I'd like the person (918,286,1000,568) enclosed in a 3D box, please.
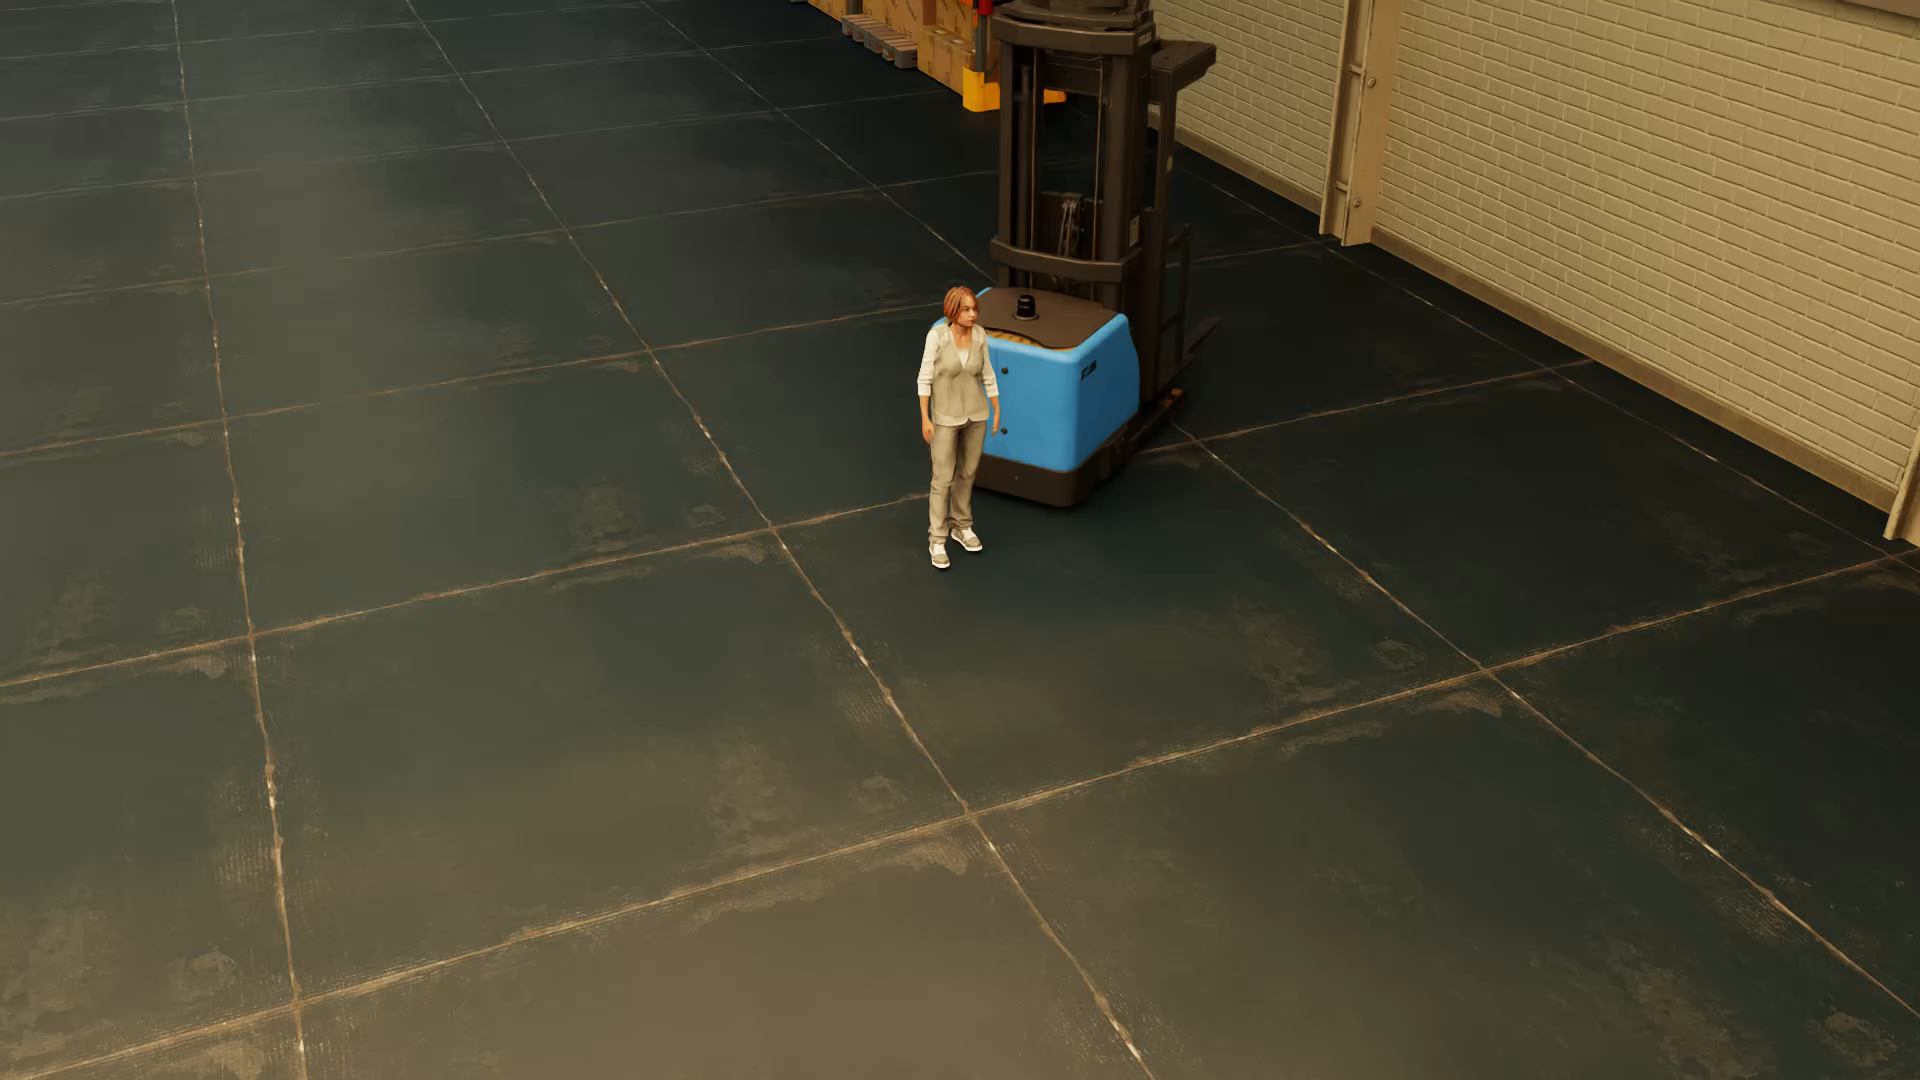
[{"bbox_3d":[0.016,-0.663,9.609,0.520,1.597,0.475,-12,32,-20],"label":"person"}]

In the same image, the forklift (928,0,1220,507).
[{"bbox_3d":[0.945,-2.180,10.932,1.130,2.935,3.031,15,33,25],"label":"forklift"}]
